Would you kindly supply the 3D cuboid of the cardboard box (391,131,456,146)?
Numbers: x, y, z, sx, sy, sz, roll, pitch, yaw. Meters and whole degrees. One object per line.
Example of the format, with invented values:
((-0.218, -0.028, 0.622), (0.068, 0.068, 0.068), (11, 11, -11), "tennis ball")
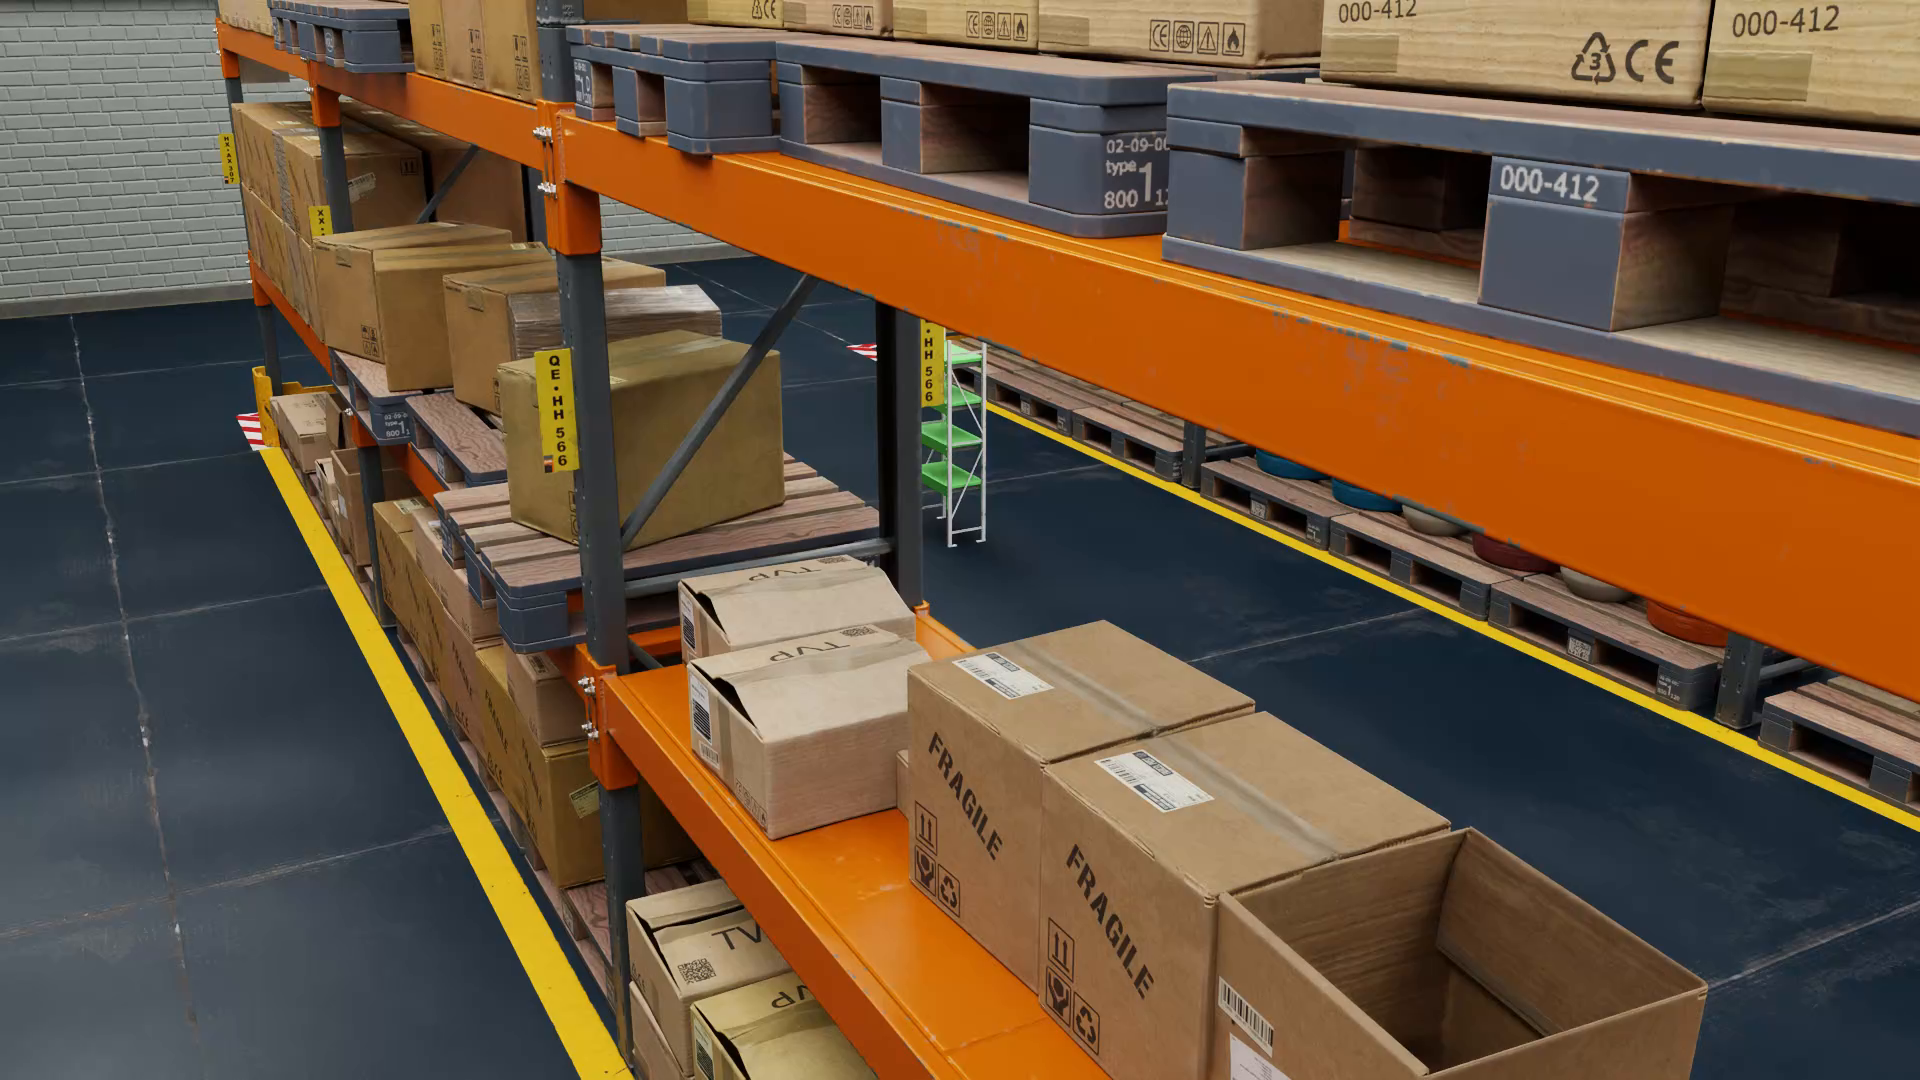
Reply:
((-2.699, -1.909, 8.878), (0.500, 0.500, 0.500), (-11, 22, -28), "cardboard box")

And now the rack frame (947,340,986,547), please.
((0.037, -0.545, 9.370), (0.240, 1.200, 0.015), (-10, 21, -27), "rack frame")

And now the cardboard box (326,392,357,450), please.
((-3.375, -0.628, 10.006), (0.797, 0.503, 0.637), (-10, 21, -27), "cardboard box")

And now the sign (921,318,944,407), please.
((-0.092, -0.548, 4.845), (0.100, 0.325, 0.005), (-10, 21, -27), "sign")

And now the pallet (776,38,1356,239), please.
((0.356, -0.741, 2.870), (1.003, 0.211, 1.213), (-9, 21, -24), "pallet")

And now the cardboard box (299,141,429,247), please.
((-2.946, -1.687, 8.235), (0.500, 0.500, 0.500), (-10, 21, -26), "cardboard box")

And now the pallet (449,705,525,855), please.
((-1.475, 0.835, 6.889), (1.003, 0.211, 1.213), (-10, 21, -27), "pallet")

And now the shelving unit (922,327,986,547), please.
((-0.079, -0.615, 9.573), (0.258, 1.200, 0.503), (-10, 21, -27), "shelving unit")

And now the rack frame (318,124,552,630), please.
((-2.478, -1.062, 8.110), (1.000, 3.000, 0.127), (-10, 21, -27), "rack frame")

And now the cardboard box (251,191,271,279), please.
((-4.149, -1.942, 10.507), (0.500, 0.500, 0.500), (-10, 22, -27), "cardboard box")

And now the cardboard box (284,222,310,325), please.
((-3.433, -1.508, 9.249), (0.500, 0.500, 0.500), (-9, 21, -25), "cardboard box")

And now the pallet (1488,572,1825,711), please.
((3.371, 0.419, 8.095), (1.003, 0.211, 1.213), (-10, 21, -27), "pallet")

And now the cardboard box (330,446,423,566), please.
((-2.998, -0.208, 8.793), (0.500, 0.500, 0.500), (-10, 21, -27), "cardboard box")

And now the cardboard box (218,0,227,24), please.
((-4.357, -3.370, 10.431), (0.500, 0.250, 0.500), (-10, 21, -27), "cardboard box")

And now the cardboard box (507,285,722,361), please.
((-1.243, -0.615, 6.017), (0.700, 0.500, 0.500), (-6, 20, -16), "cardboard box")

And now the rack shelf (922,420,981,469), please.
((-0.079, -0.554, 9.594), (0.258, 0.148, 0.480), (-10, 21, -27), "rack shelf")

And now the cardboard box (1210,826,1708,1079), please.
((0.720, 0.813, 2.523), (0.500, 0.500, 0.500), (-8, 21, -23), "cardboard box")

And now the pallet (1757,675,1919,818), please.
((4.116, 0.867, 6.796), (1.003, 0.211, 1.213), (-10, 21, -27), "pallet")

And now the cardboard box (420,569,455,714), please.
((-1.969, 0.384, 7.076), (0.500, 0.500, 0.500), (-10, 21, -26), "cardboard box")

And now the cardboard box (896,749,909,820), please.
((0.077, 0.563, 3.788), (0.380, 0.149, 0.250), (-8, 21, -23), "cardboard box")

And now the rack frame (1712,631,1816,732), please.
((3.783, -0.680, 7.003), (1.000, 3.000, 0.127), (-10, 21, -27), "rack frame")

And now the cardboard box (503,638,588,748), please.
((-1.260, 0.458, 5.714), (0.500, 0.250, 0.500), (-9, 21, -25), "cardboard box")

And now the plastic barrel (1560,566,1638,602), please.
((3.188, 0.012, 8.169), (0.421, 0.512, 0.421), (0, 19, 0), "plastic barrel")

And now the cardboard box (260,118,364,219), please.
((-3.669, -2.123, 9.499), (0.500, 0.500, 0.500), (-10, 22, -27), "cardboard box")

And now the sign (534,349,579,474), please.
((-1.052, -0.337, 4.355), (0.100, 0.325, 0.005), (-10, 21, -27), "sign")

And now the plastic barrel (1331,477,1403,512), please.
((2.463, -0.673, 9.555), (0.600, 0.901, 0.708), (-10, 21, -27), "plastic barrel")

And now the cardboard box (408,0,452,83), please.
((-1.304, -1.794, 5.481), (0.910, 0.500, 0.500), (-10, 21, -27), "cardboard box")

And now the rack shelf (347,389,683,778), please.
((-1.528, -0.148, 6.564), (1.077, 0.370, 4.000), (-10, 21, -27), "rack shelf")

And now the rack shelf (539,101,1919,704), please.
((0.371, -0.417, 2.747), (1.077, 0.370, 4.000), (-10, 21, -27), "rack shelf")

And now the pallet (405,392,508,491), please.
((-1.506, -0.380, 6.429), (1.003, 0.211, 1.213), (-10, 21, -27), "pallet")

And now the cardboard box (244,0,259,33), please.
((-3.649, -2.939, 9.181), (0.500, 0.250, 0.500), (-10, 21, -27), "cardboard box")

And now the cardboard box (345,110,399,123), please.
((-3.433, -2.352, 10.162), (0.500, 0.500, 0.500), (-9, 21, -25), "cardboard box")

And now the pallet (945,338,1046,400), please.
((0.341, -1.415, 13.409), (1.003, 0.211, 1.213), (-10, 21, -27), "pallet")

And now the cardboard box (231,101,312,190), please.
((-4.399, -2.562, 10.771), (0.500, 0.500, 0.500), (-9, 21, -25), "cardboard box")

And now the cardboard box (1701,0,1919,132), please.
((1.037, -0.489, 1.438), (0.500, 0.250, 0.500), (-8, 20, -21), "cardboard box")

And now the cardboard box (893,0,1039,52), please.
((0.213, -1.024, 2.988), (0.500, 0.250, 0.500), (-10, 22, -28), "cardboard box")

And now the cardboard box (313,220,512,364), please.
((-2.450, -1.137, 7.531), (0.500, 0.500, 0.700), (16, 25, 39), "cardboard box")

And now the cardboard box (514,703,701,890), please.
((-1.229, 0.828, 5.791), (0.500, 0.500, 0.500), (-9, 21, -25), "cardboard box")

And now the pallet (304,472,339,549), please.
((-3.387, -0.291, 10.153), (1.003, 0.211, 1.213), (-10, 21, -27), "pallet")

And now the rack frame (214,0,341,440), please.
((-4.377, -2.210, 11.438), (1.000, 3.000, 0.127), (-10, 21, -27), "rack frame")

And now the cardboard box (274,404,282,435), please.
((-4.362, -0.834, 11.118), (0.380, 0.166, 0.250), (-10, 21, -27), "cardboard box")

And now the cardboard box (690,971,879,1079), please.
((-0.331, 1.268, 4.070), (0.500, 0.311, 0.500), (-11, 22, -28), "cardboard box")
